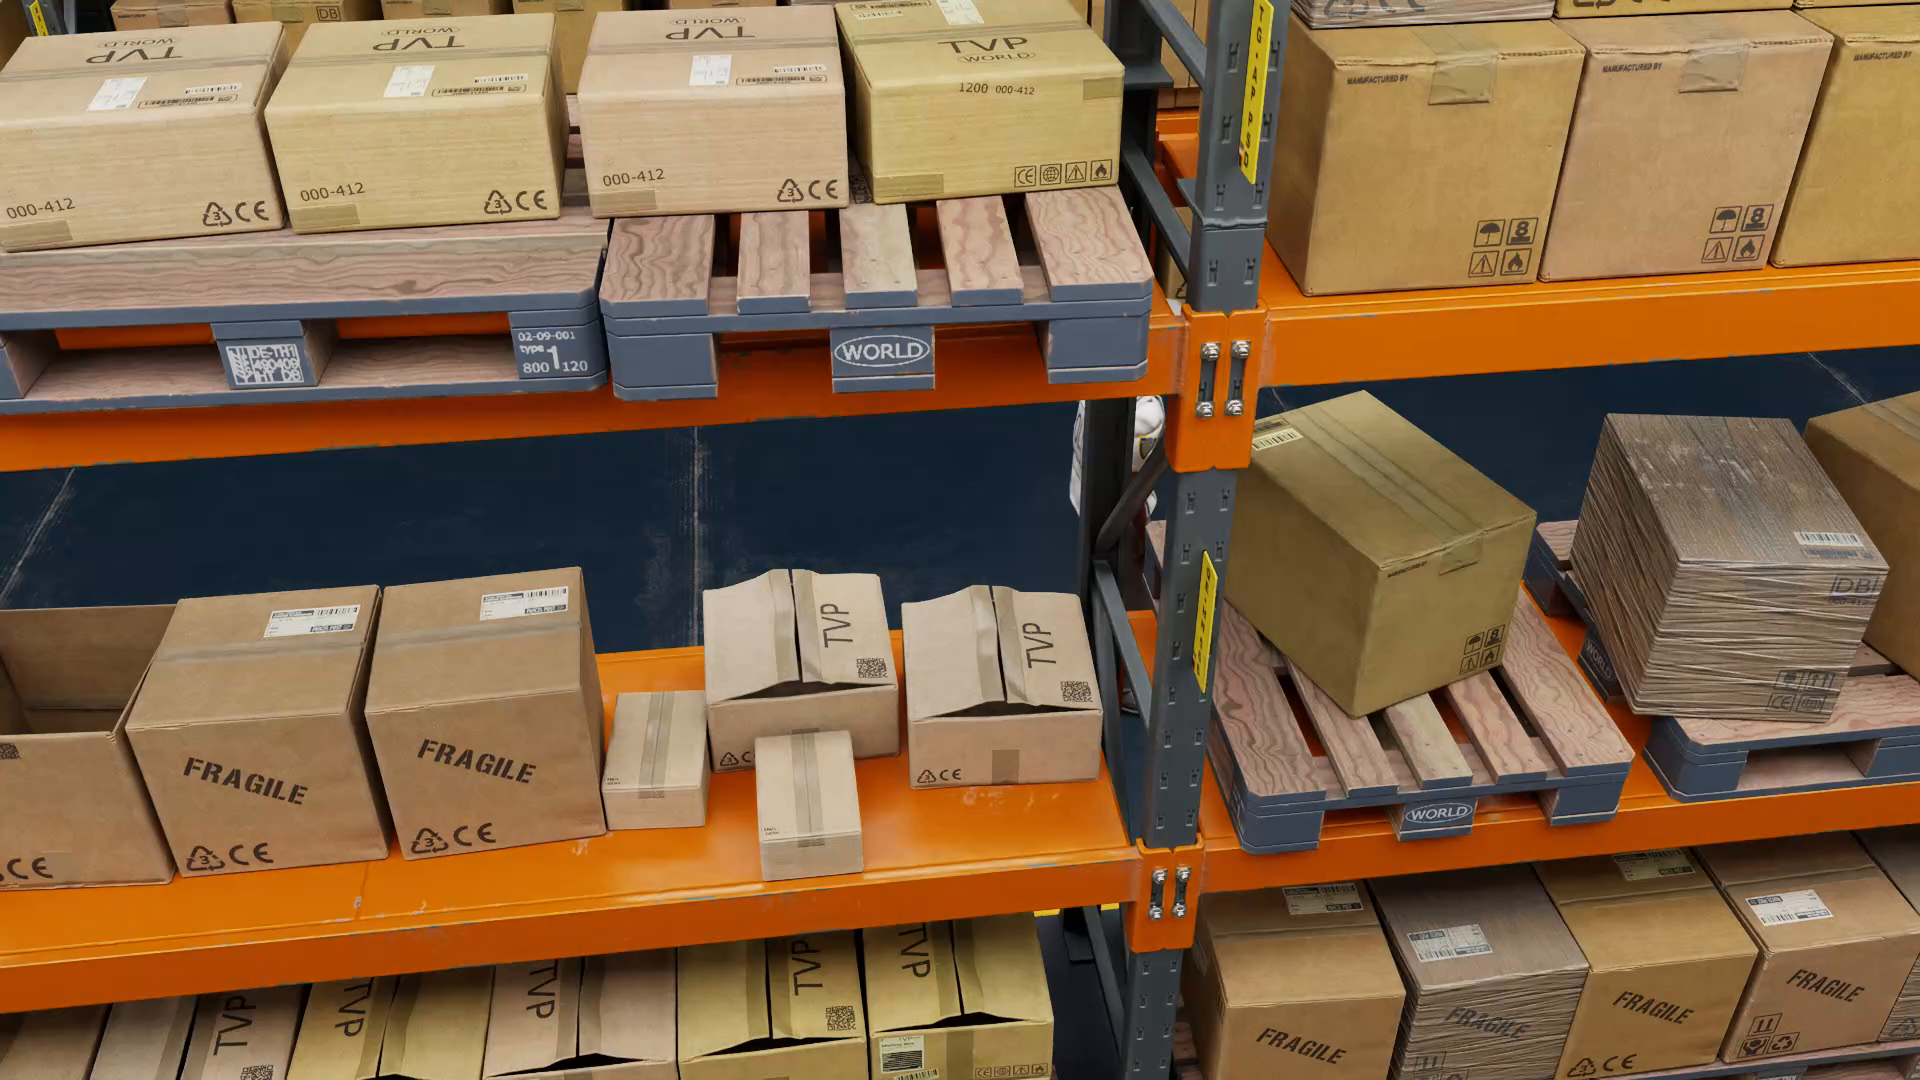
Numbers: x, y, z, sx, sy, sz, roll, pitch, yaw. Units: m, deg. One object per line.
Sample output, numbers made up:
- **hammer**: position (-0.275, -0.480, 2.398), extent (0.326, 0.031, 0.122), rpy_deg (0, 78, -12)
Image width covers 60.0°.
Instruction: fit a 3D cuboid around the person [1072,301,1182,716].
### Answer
- **person**: position (0.633, -0.115, 6.310), extent (0.398, 1.658, 0.510), rpy_deg (-5, 35, -7)
